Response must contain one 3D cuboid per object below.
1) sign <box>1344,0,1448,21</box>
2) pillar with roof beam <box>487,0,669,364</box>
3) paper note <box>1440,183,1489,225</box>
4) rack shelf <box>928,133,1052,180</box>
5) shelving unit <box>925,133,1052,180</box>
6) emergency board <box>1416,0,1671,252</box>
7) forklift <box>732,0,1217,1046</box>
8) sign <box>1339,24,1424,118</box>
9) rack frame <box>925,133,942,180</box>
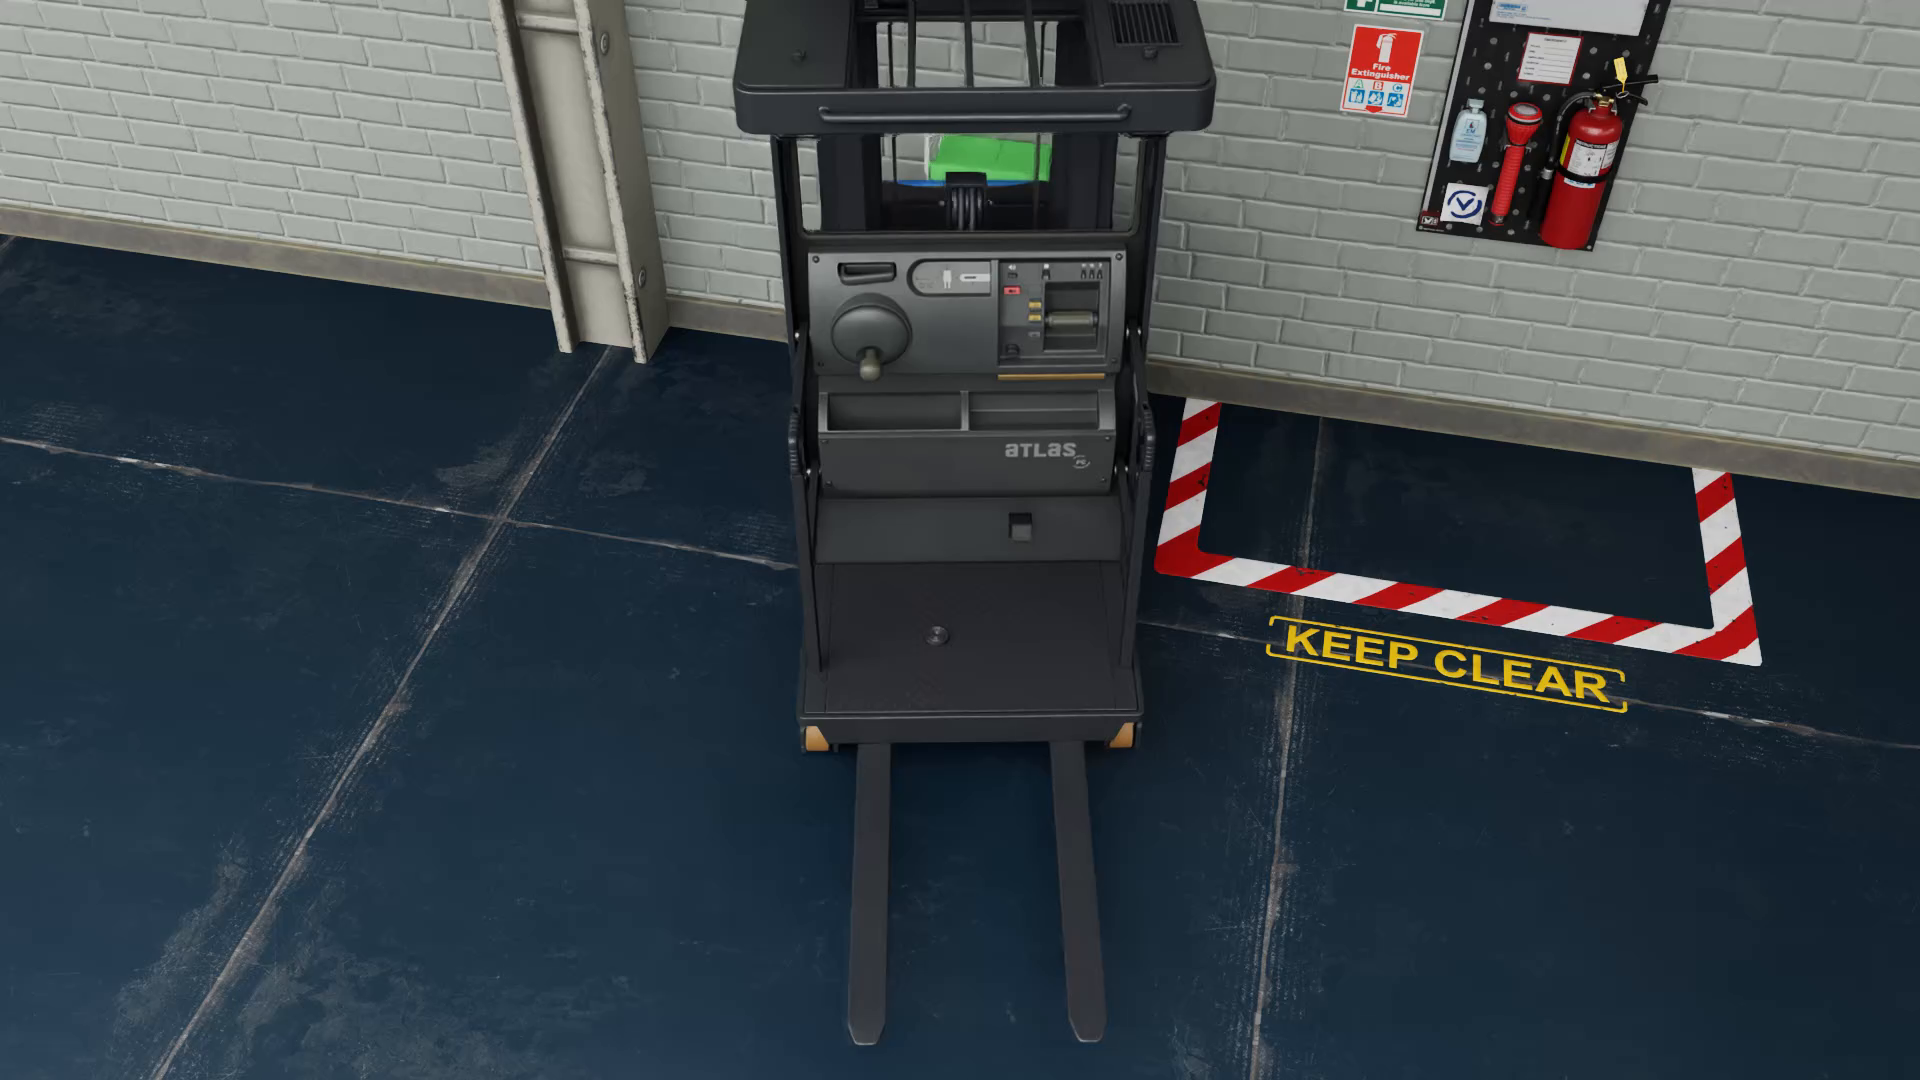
[{"bbox_3d":[1.456,-1.802,5.551,0.331,0.109,0.001,9,45,9],"label":"sign"},{"bbox_3d":[-2.422,-1.208,1.016,0.400,9.000,9.100,9,45,9],"label":"pillar with roof beam"},{"bbox_3d":[1.813,-1.207,5.976,0.142,0.148,0.016,9,45,9],"label":"paper note"},{"bbox_3d":[0.141,-1.386,6.216,0.480,0.148,0.258,8,42,9],"label":"rack shelf"},{"bbox_3d":[0.141,-1.074,6.491,0.503,1.200,0.258,8,42,9],"label":"shelving unit"},{"bbox_3d":[1.970,-1.451,5.595,0.643,1.169,0.194,9,45,9],"label":"emergency board"},{"bbox_3d":[0.028,-0.580,4.739,1.130,2.935,3.031,-1,44,-1],"label":"forklift"},{"bbox_3d":[1.453,-1.617,5.742,0.234,0.329,0.001,9,45,9],"label":"sign"},{"bbox_3d":[-0.098,-1.106,6.527,0.015,1.200,0.240,8,42,9],"label":"rack frame"}]
